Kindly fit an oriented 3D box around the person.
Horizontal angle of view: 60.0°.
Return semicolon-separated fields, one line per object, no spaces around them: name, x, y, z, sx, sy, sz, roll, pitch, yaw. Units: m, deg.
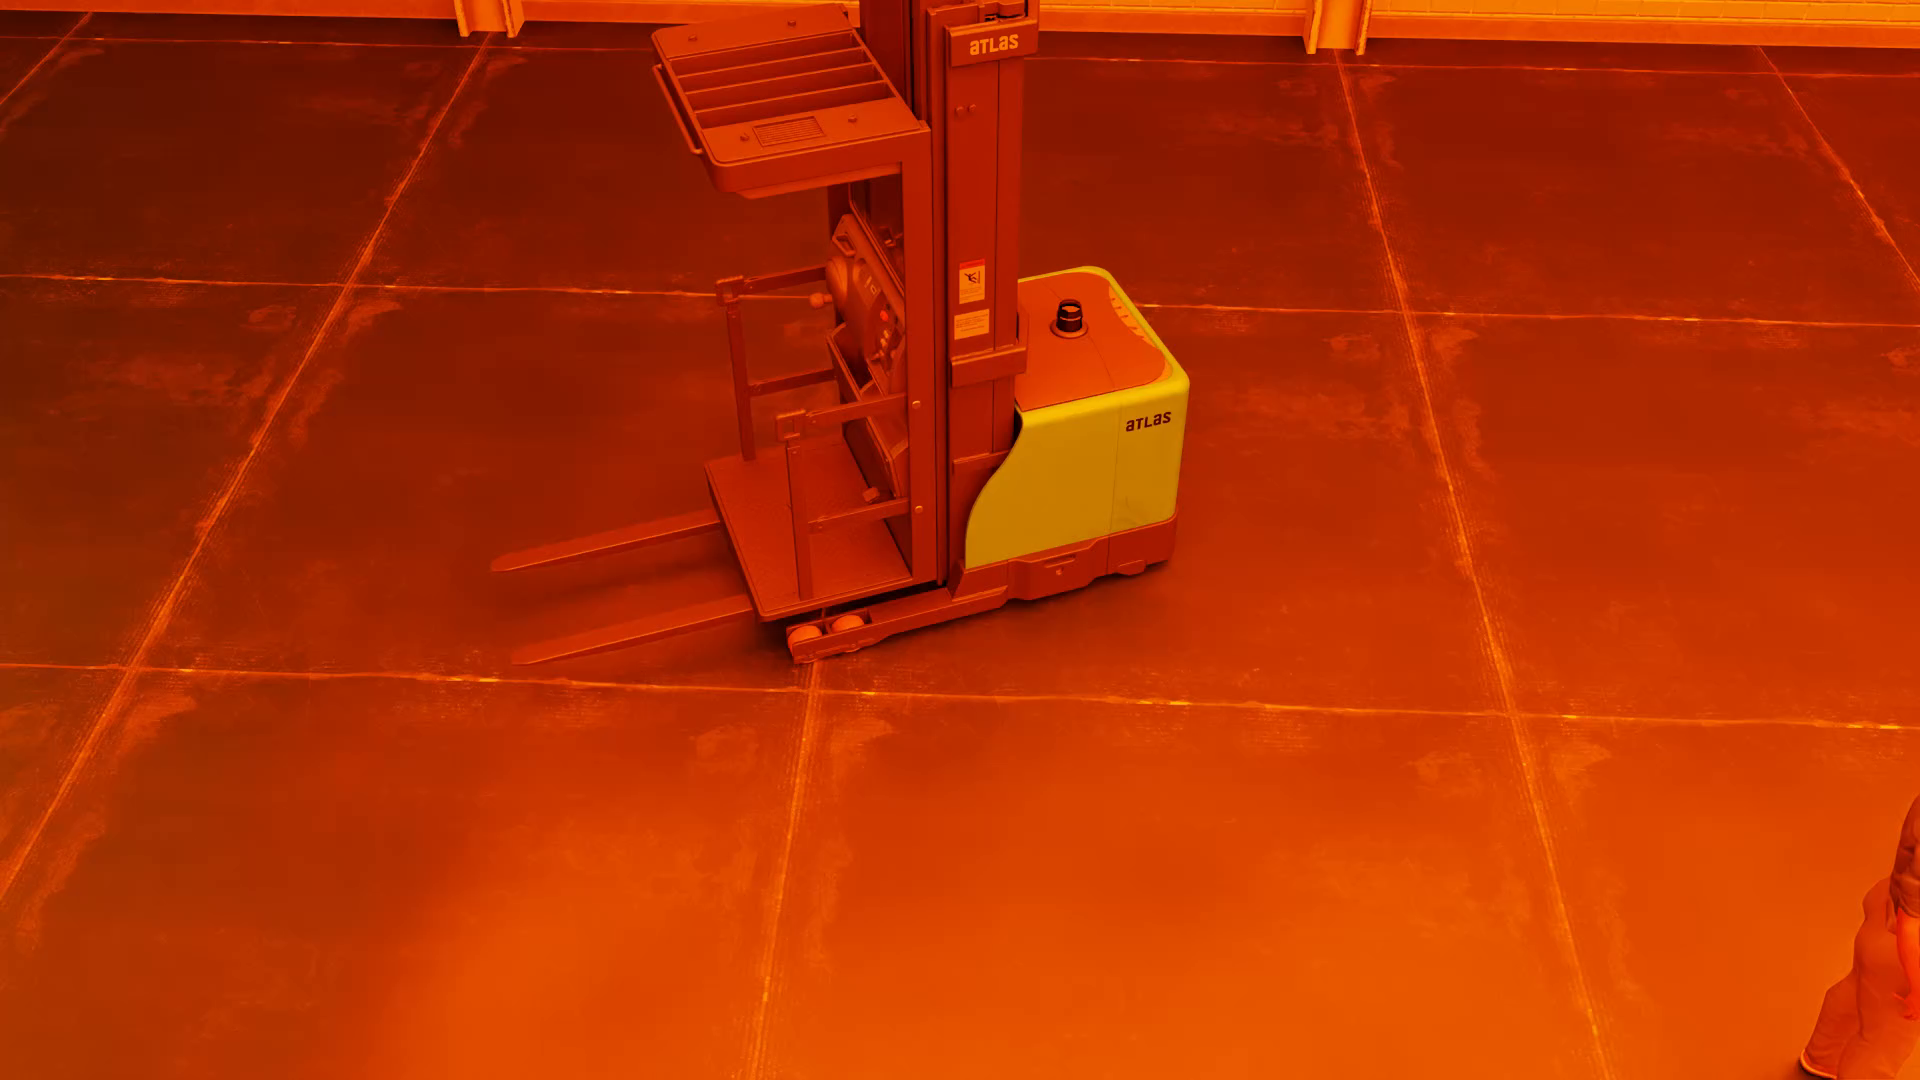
person;3.085;1.299;5.265;0.505;1.642;0.570;21;46;21

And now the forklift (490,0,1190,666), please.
forklift;-0.573;-0.945;6.778;3.031;2.935;1.130;-13;44;-14
